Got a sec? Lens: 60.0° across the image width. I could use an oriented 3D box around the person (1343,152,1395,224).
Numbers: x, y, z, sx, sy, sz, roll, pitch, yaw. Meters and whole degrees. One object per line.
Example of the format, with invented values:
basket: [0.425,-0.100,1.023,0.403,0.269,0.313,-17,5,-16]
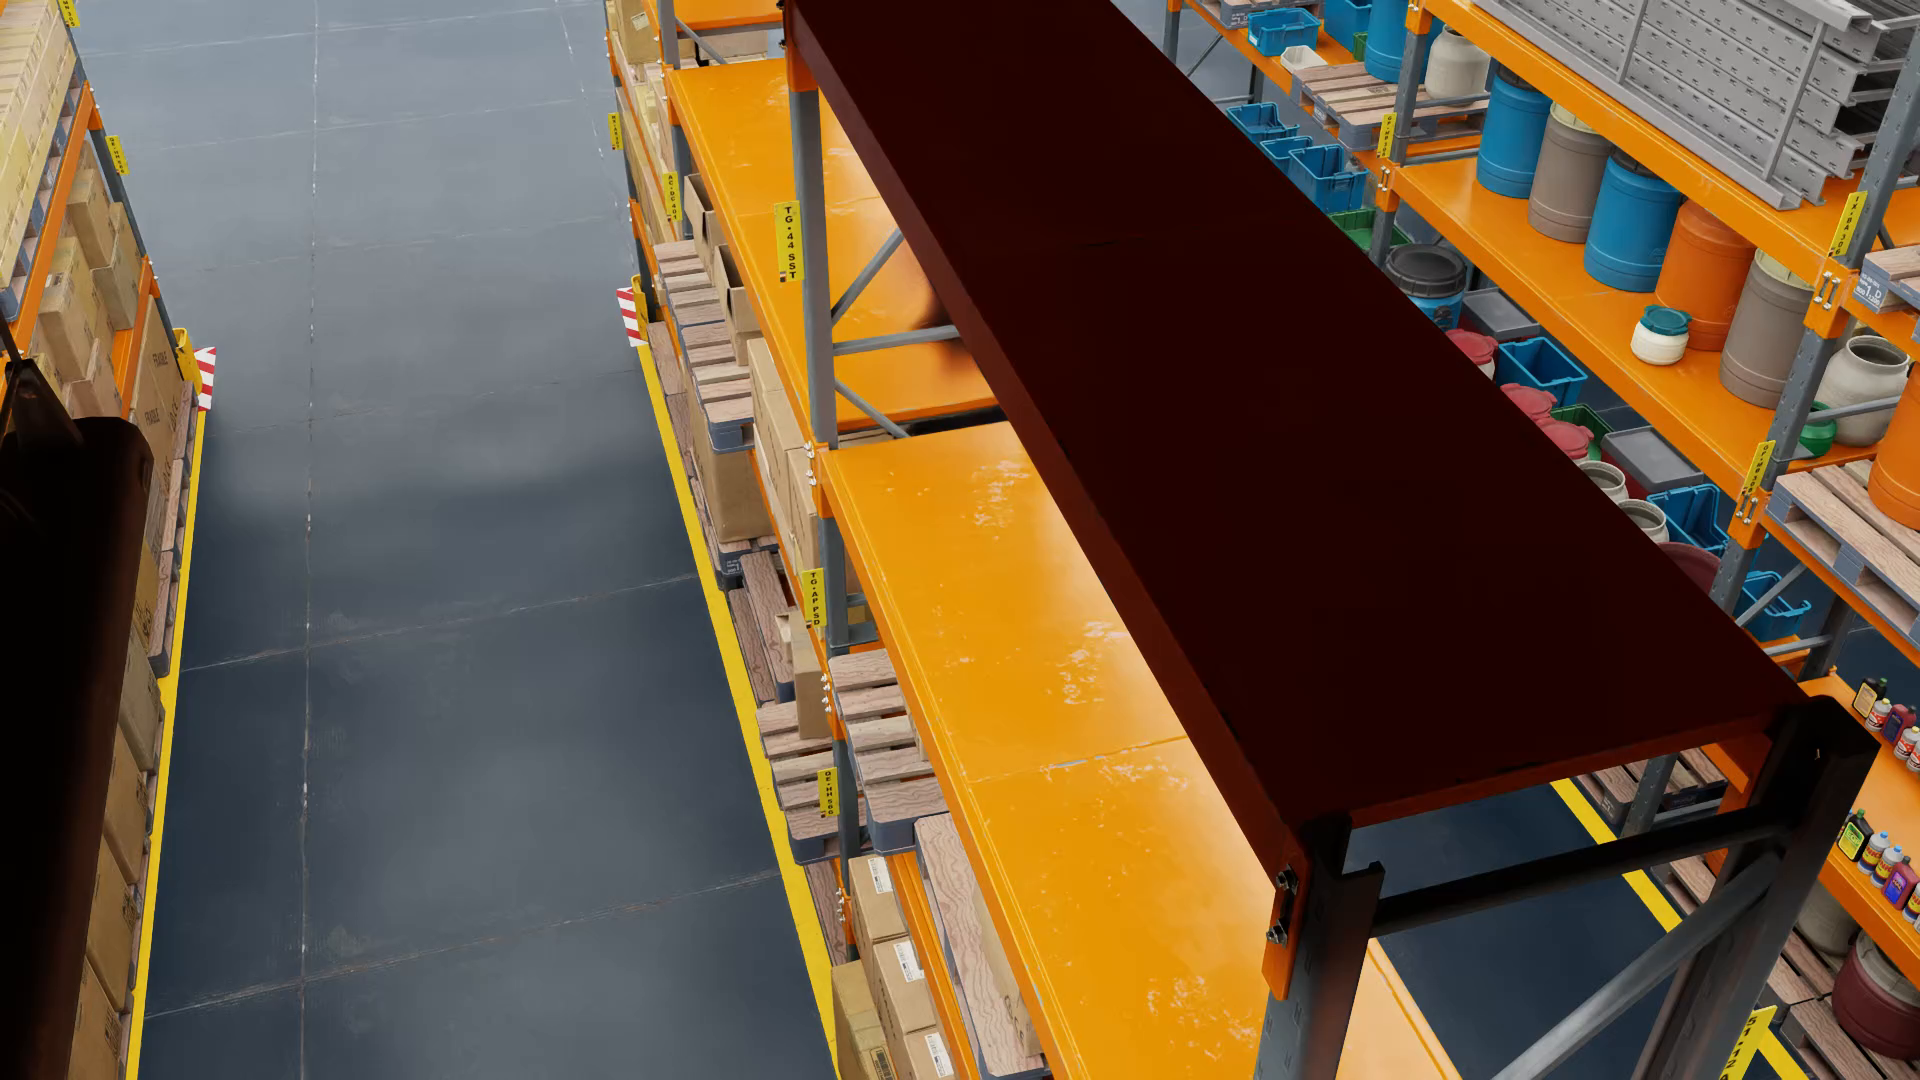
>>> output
person: [3.999,-3.650,16.079,0.632,1.749,0.797,-25,45,-28]
